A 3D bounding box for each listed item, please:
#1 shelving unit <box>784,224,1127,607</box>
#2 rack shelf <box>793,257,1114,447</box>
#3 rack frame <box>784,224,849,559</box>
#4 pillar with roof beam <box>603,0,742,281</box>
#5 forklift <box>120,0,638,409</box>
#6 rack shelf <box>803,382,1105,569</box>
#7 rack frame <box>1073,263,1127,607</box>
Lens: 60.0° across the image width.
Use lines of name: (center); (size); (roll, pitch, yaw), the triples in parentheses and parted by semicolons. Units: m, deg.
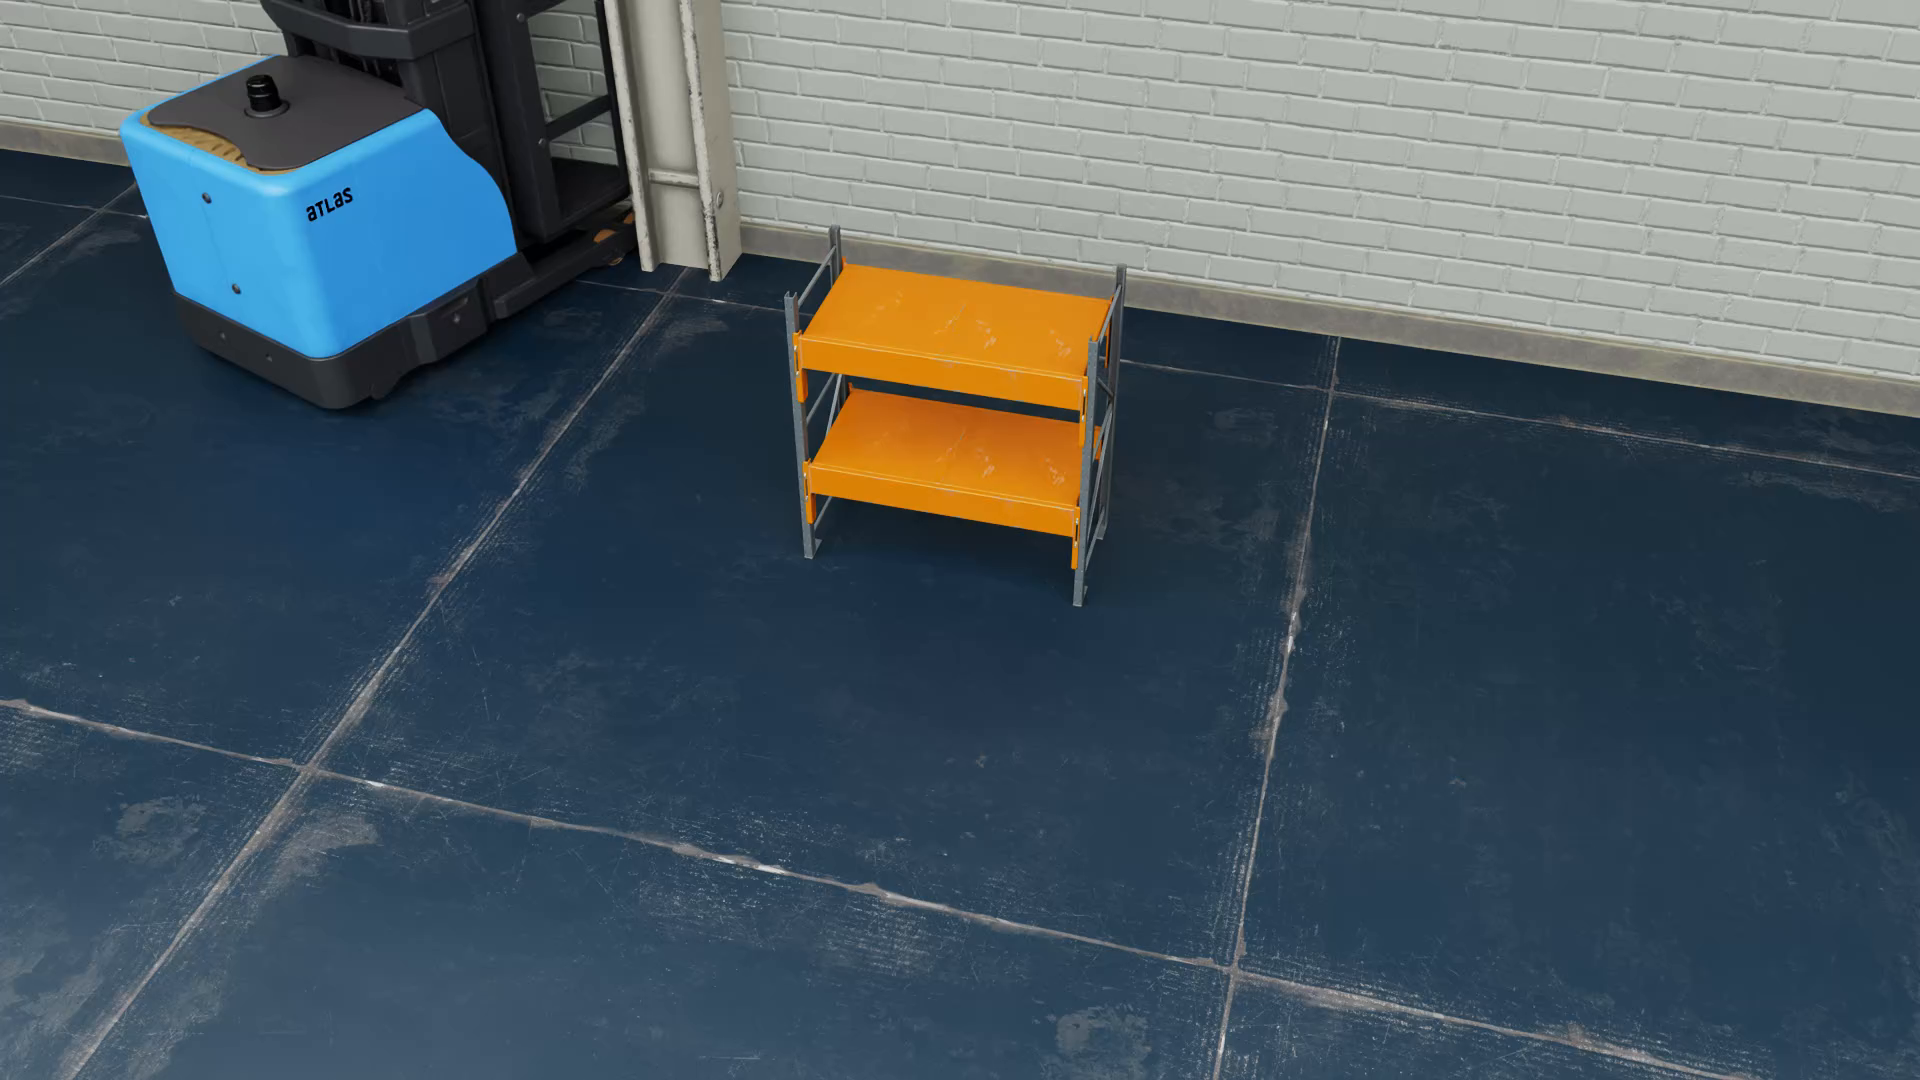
shelving unit: (-0.007, -0.432, 5.890); (1.048, 1.125, 0.538); (10, 41, 11)
rack shelf: (-0.007, -0.656, 5.701); (1.000, 0.278, 0.538); (10, 41, 11)
rack frame: (-0.498, -0.516, 5.990); (0.032, 1.125, 0.500); (10, 41, 11)
pillar with roof beam: (-2.368, -2.091, 1.743); (0.400, 9.000, 9.100); (10, 41, 11)
forklift: (-2.095, -2.566, 7.026); (1.130, 2.935, 3.031); (24, 46, 26)
rack shelf: (-0.007, -0.245, 6.047); (1.000, 0.278, 0.538); (10, 41, 11)
rack frame: (0.485, -0.347, 5.789); (0.032, 1.125, 0.500); (10, 41, 11)
